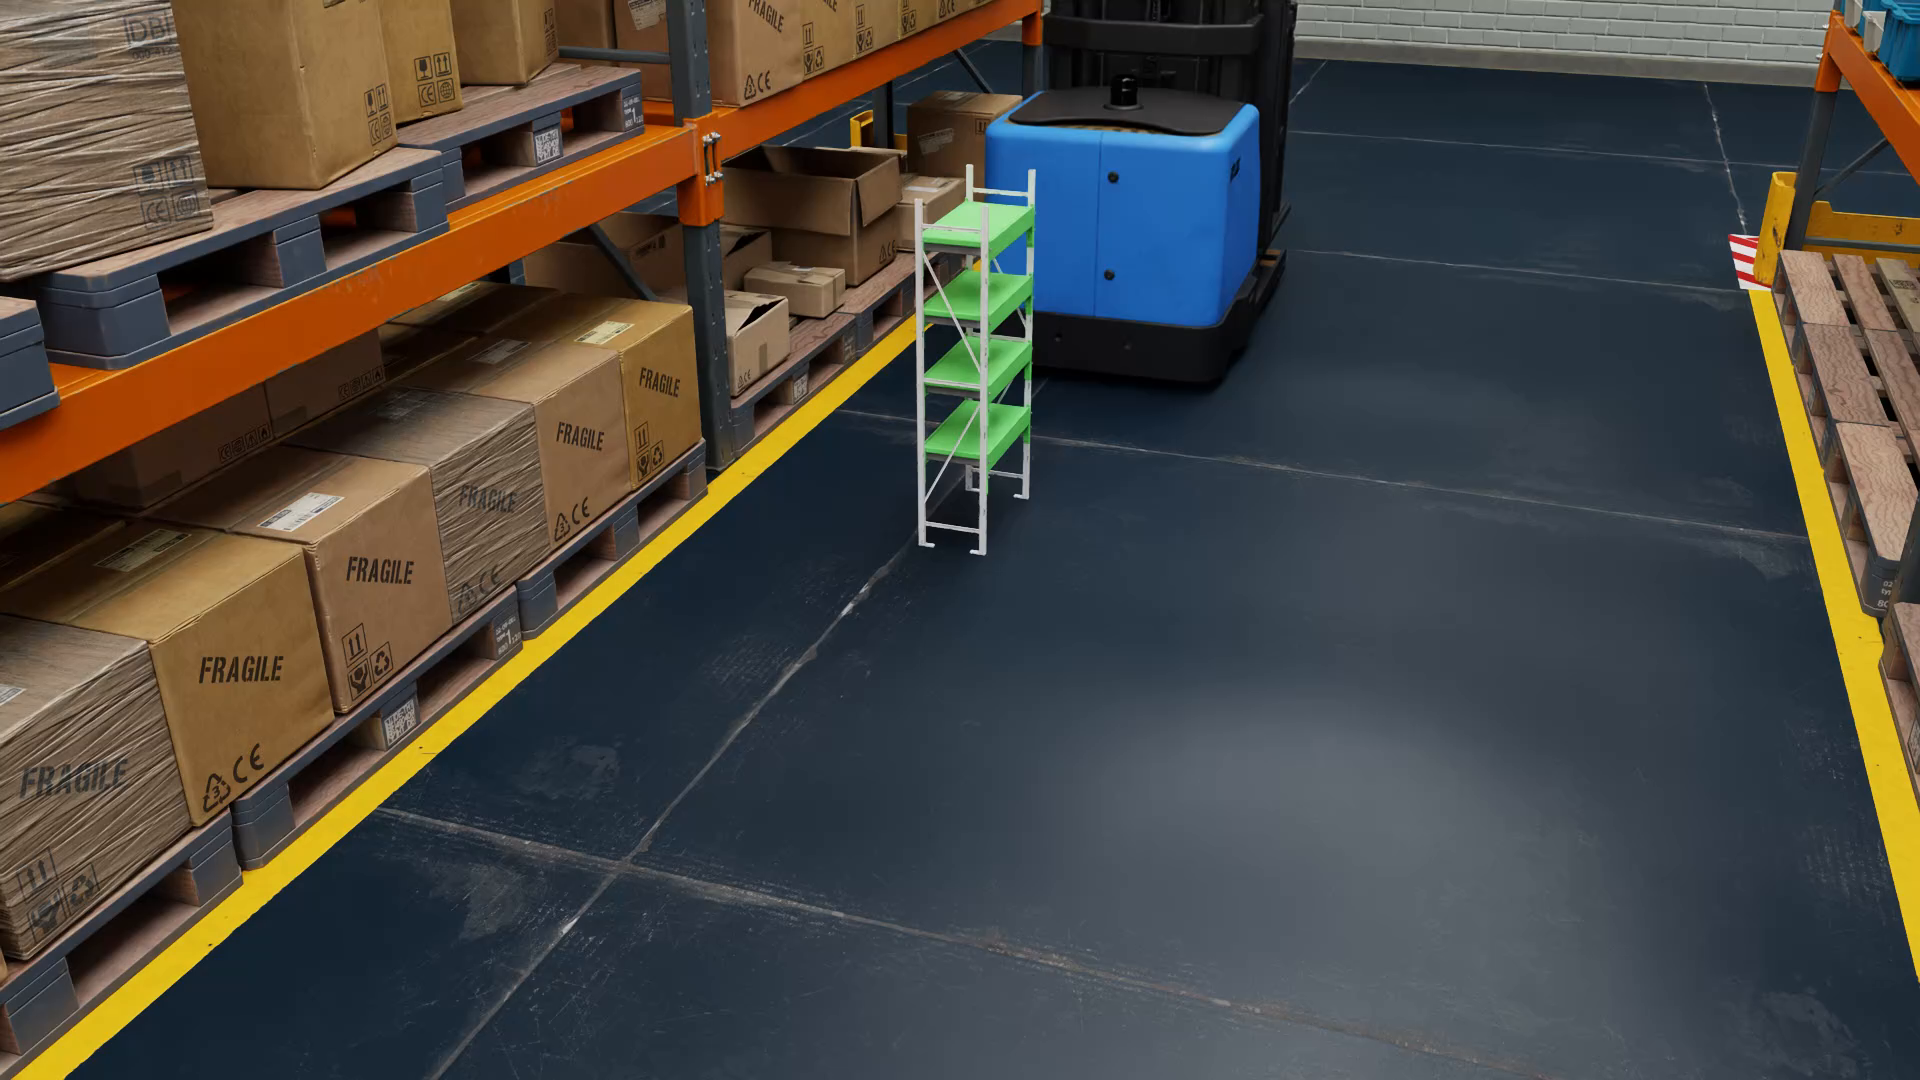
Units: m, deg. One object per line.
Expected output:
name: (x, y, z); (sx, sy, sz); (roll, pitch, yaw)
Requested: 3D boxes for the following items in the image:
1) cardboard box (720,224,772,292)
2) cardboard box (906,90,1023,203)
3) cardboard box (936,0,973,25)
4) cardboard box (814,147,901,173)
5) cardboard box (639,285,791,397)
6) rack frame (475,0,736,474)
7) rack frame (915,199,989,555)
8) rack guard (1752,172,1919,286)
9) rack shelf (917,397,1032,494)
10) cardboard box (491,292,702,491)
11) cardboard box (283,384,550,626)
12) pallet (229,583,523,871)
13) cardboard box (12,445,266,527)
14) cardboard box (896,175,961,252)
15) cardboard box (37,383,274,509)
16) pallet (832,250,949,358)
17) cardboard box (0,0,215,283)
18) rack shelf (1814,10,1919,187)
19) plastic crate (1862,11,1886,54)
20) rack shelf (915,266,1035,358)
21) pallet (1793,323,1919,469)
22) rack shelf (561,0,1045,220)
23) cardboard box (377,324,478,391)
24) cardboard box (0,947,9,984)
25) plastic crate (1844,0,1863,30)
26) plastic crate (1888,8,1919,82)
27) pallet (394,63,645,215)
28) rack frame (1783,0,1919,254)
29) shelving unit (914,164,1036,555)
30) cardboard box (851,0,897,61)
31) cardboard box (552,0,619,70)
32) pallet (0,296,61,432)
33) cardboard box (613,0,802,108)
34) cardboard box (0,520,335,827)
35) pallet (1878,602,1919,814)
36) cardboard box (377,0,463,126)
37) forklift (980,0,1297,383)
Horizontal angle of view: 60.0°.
cardboard box: (-1.180, -1.267, 7.505); (0.500, 0.311, 0.500); (9, 27, 17)
cardboard box: (0.031, -2.153, 9.118); (0.500, 0.500, 0.500); (9, 27, 17)
cardboard box: (-0.254, -2.743, 7.858); (0.500, 0.500, 0.500); (9, 27, 18)
cardboard box: (-0.636, -1.912, 8.907); (0.500, 0.250, 0.500); (9, 27, 17)
cardboard box: (-1.008, -0.824, 6.591); (0.500, 0.311, 0.500); (9, 27, 17)
rack frame: (-1.352, -1.696, 5.810); (1.000, 3.000, 0.127); (9, 27, 17)
rack frame: (-0.026, -0.508, 5.422); (0.240, 1.200, 0.015); (9, 27, 17)
rack guard: (4.645, -1.506, 8.287); (1.175, 0.500, 0.348); (9, 27, 17)
rack shelf: (0.055, -0.335, 5.761); (0.258, 0.148, 0.480); (9, 27, 17)
cardboard box: (-1.246, -0.524, 5.754); (0.500, 0.500, 0.500); (9, 27, 17)
cardboard box: (-1.586, -0.116, 4.911); (0.500, 0.500, 0.500); (9, 27, 18)
pallet: (-1.991, 0.402, 4.677); (1.003, 0.211, 1.213); (9, 27, 17)
cardboard box: (-2.252, 0.028, 4.614); (0.500, 0.500, 0.500); (8, 27, 15)
cardboard box: (-0.314, -1.655, 8.376); (0.500, 0.250, 0.500); (9, 27, 17)
cardboard box: (-2.242, -0.325, 4.483); (0.500, 0.250, 0.500); (8, 27, 16)
pallet: (-0.718, -1.225, 8.039); (1.003, 0.211, 1.213); (9, 27, 17)
cardboard box: (-2.095, -0.909, 3.589); (0.700, 0.500, 0.500); (14, 29, 27)
rack shelf: (3.983, -1.474, 6.177); (1.077, 0.370, 4.000); (9, 27, 17)
plastic crate: (3.846, -2.075, 6.828); (0.250, 0.136, 0.298); (9, 27, 17)
rack shelf: (0.055, -0.767, 5.552); (0.258, 0.148, 0.480); (9, 27, 17)
pallet: (3.930, -0.531, 6.605); (1.003, 0.211, 1.213); (9, 27, 17)
rack shelf: (-0.686, -2.194, 7.664); (1.077, 0.370, 4.000); (9, 27, 17)
cardboard box: (-1.910, -0.384, 5.465); (0.500, 0.500, 0.500); (9, 27, 18)
cardboard box: (-2.262, 0.730, 3.164); (0.500, 0.500, 0.500); (10, 28, 20)
plastic crate: (4.072, -2.354, 7.404); (0.250, 0.136, 0.298); (9, 27, 17)
plastic crate: (3.718, -1.853, 6.258); (0.416, 0.233, 0.300); (9, 27, 17)
pallet: (-1.721, -1.297, 5.206); (1.003, 0.211, 1.213); (9, 27, 17)
rack frame: (4.649, -2.619, 7.718); (1.000, 3.000, 0.127); (9, 27, 17)
shelving unit: (0.055, -0.608, 5.629); (0.258, 1.200, 0.503); (9, 27, 17)
cardboard box: (-0.589, -2.327, 6.998); (0.500, 0.500, 0.500); (9, 27, 17)
cardboard box: (-1.428, -1.983, 6.289); (0.500, 0.500, 0.500); (9, 27, 18)
pallet: (-2.524, -0.254, 3.053); (1.213, 0.211, 1.003); (9, 27, 17)
cardboard box: (-0.925, -1.910, 6.139); (0.500, 0.500, 0.500); (9, 27, 19)
cardboard box: (-1.921, 0.308, 4.035); (0.500, 0.500, 0.500); (8, 27, 17)
pallet: (3.022, 0.590, 4.288); (1.003, 0.211, 1.213); (9, 27, 17)
cardboard box: (-1.889, -1.476, 4.759); (0.700, 0.500, 0.500); (13, 29, 26)
forklift: (1.028, -2.596, 7.749); (1.130, 2.935, 3.031); (8, 27, 16)
